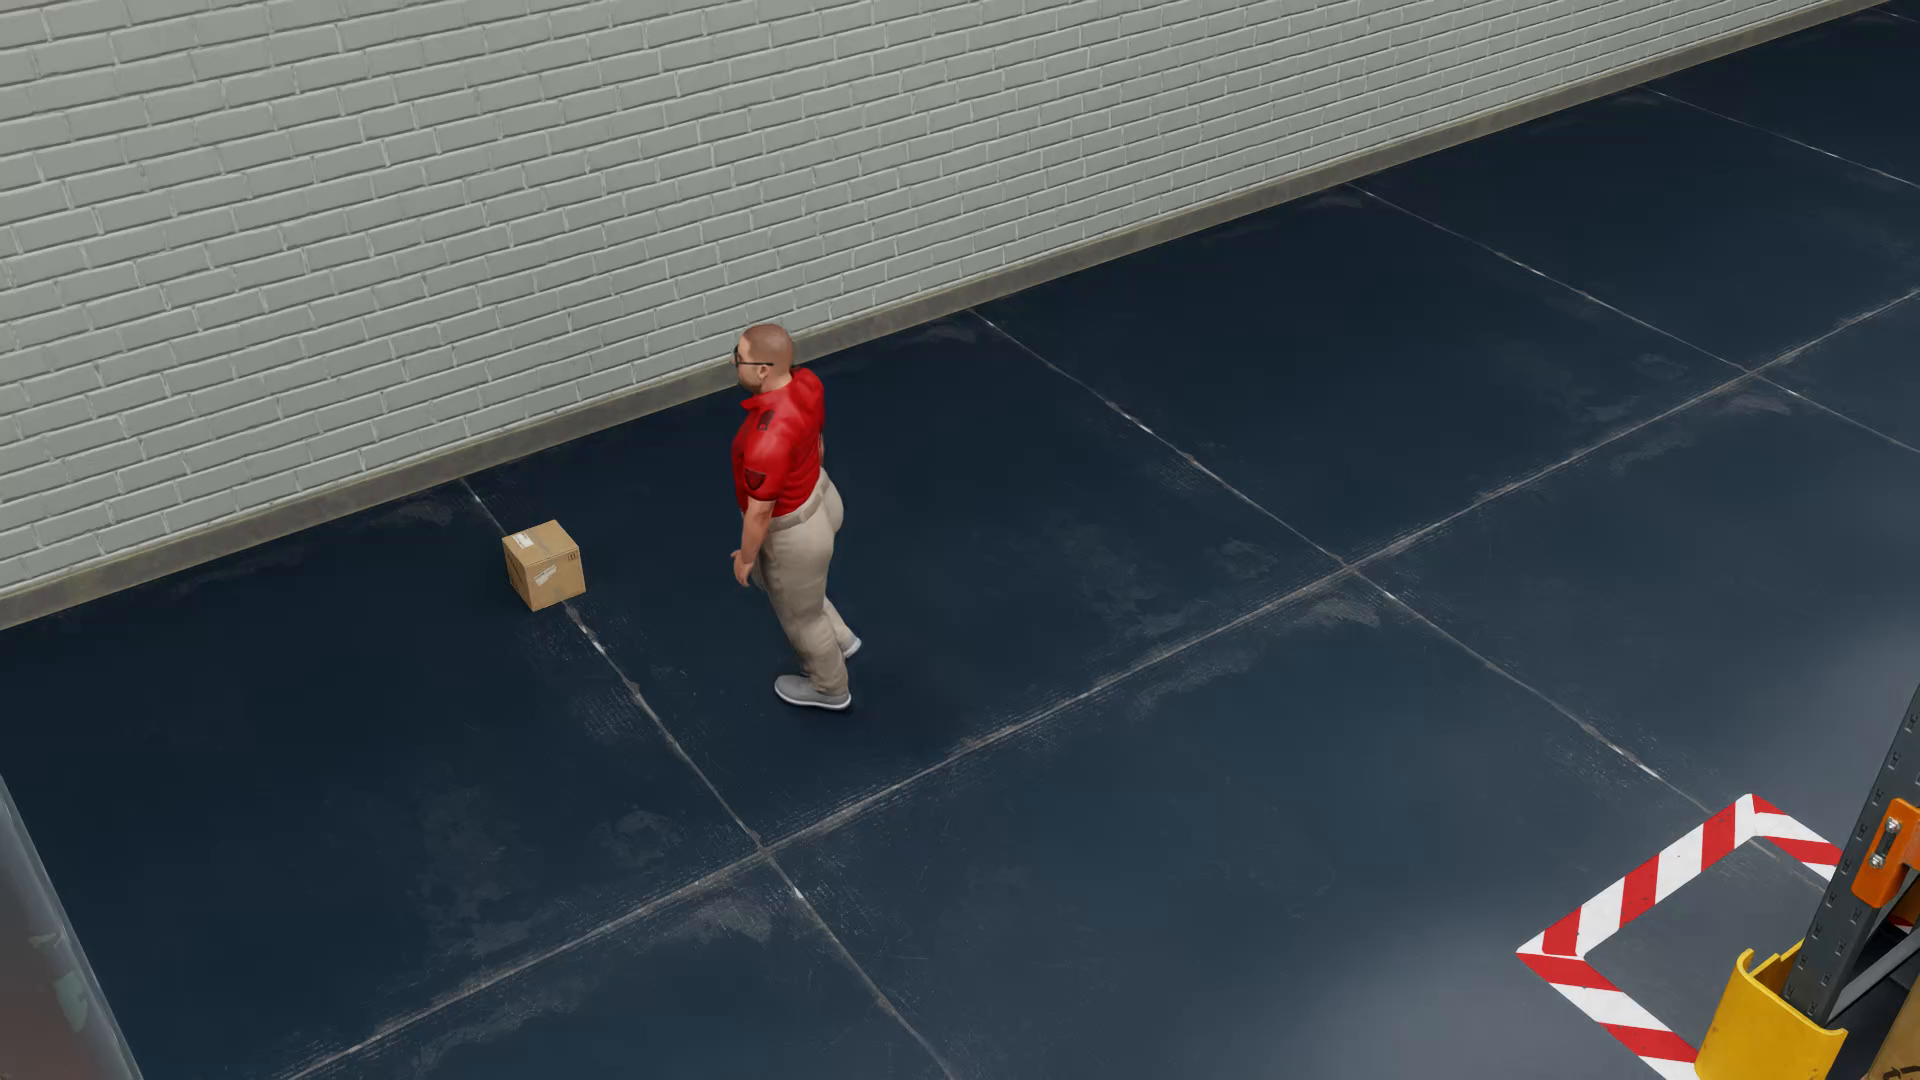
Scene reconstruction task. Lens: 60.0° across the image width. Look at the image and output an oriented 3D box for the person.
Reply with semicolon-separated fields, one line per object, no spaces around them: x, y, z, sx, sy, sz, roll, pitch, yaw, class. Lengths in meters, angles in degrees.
-0.636;-0.065;6.223;0.443;1.717;0.646;7;37;10;person
